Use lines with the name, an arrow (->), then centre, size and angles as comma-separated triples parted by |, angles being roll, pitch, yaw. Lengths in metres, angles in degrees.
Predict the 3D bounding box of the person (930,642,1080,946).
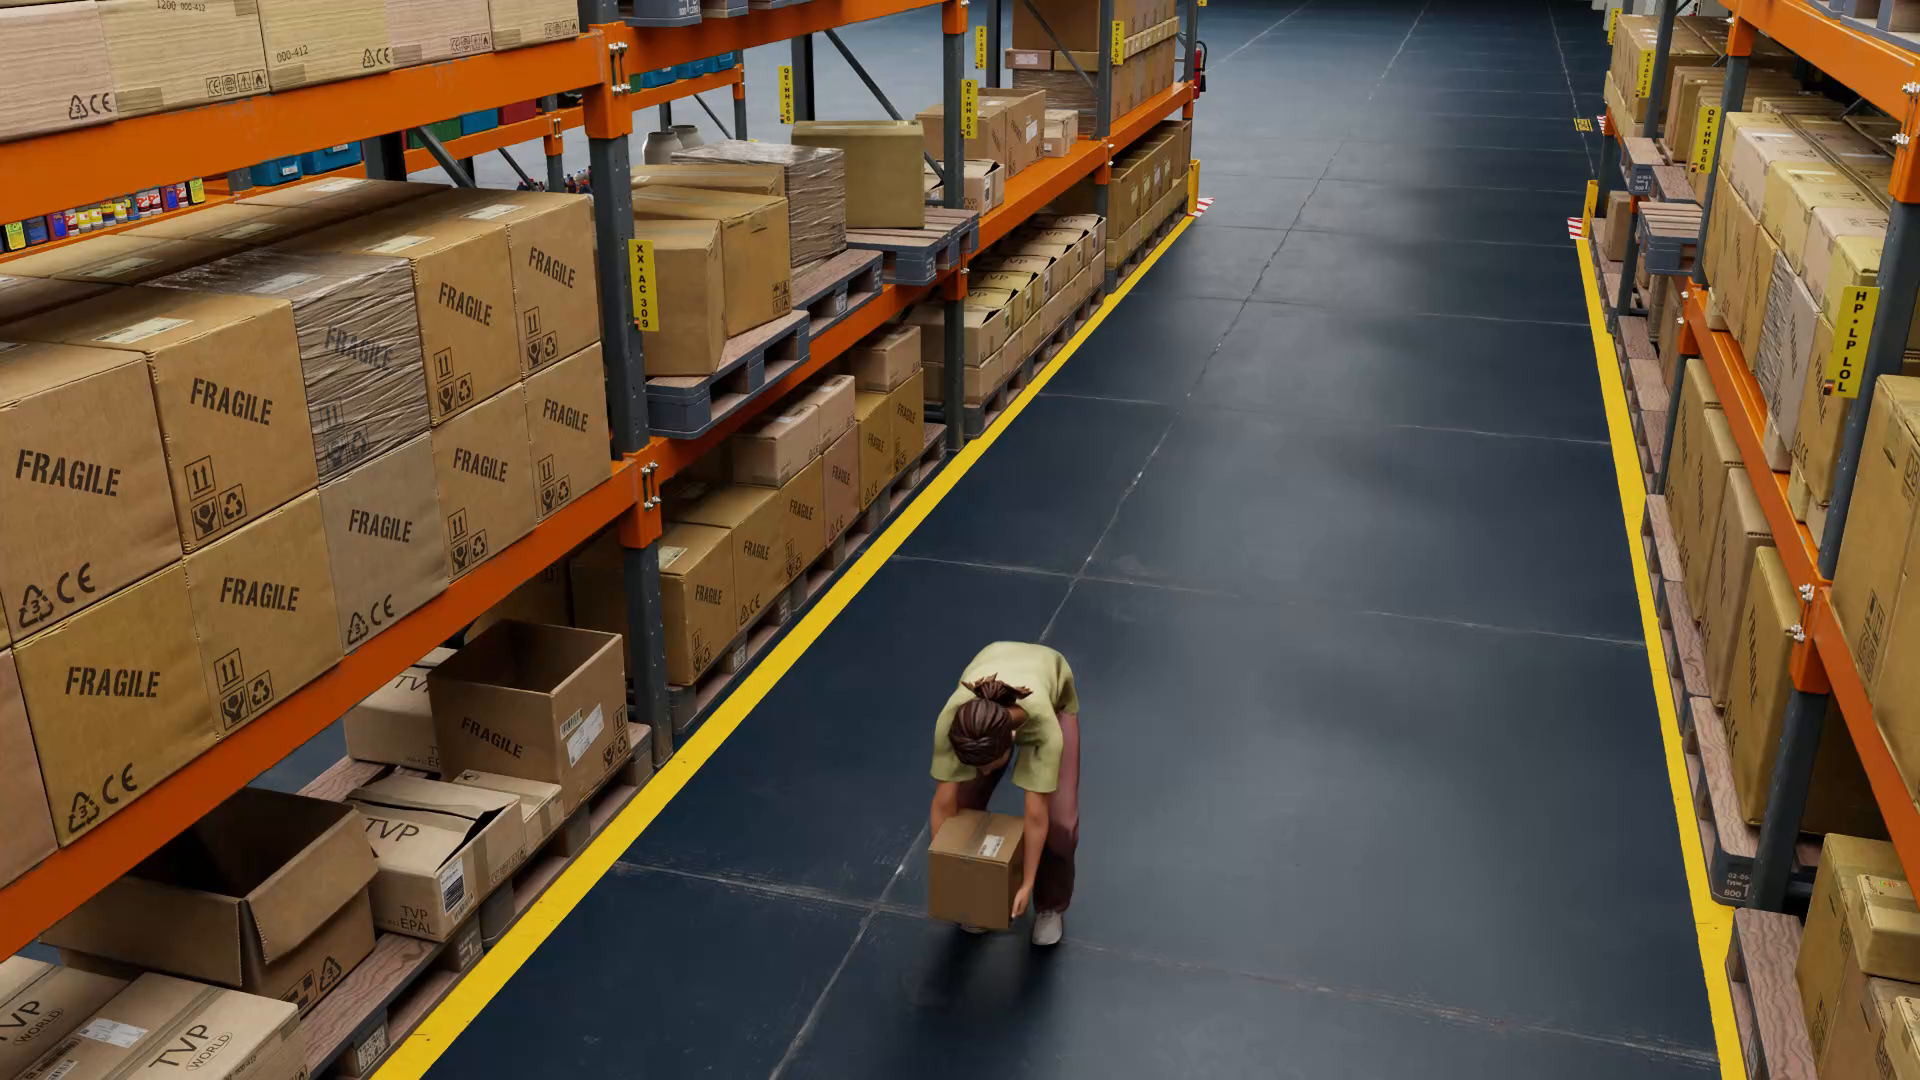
person -> 0.142, 0.840, 5.277 | 0.455, 1.104, 0.860 | 5, 23, 13
